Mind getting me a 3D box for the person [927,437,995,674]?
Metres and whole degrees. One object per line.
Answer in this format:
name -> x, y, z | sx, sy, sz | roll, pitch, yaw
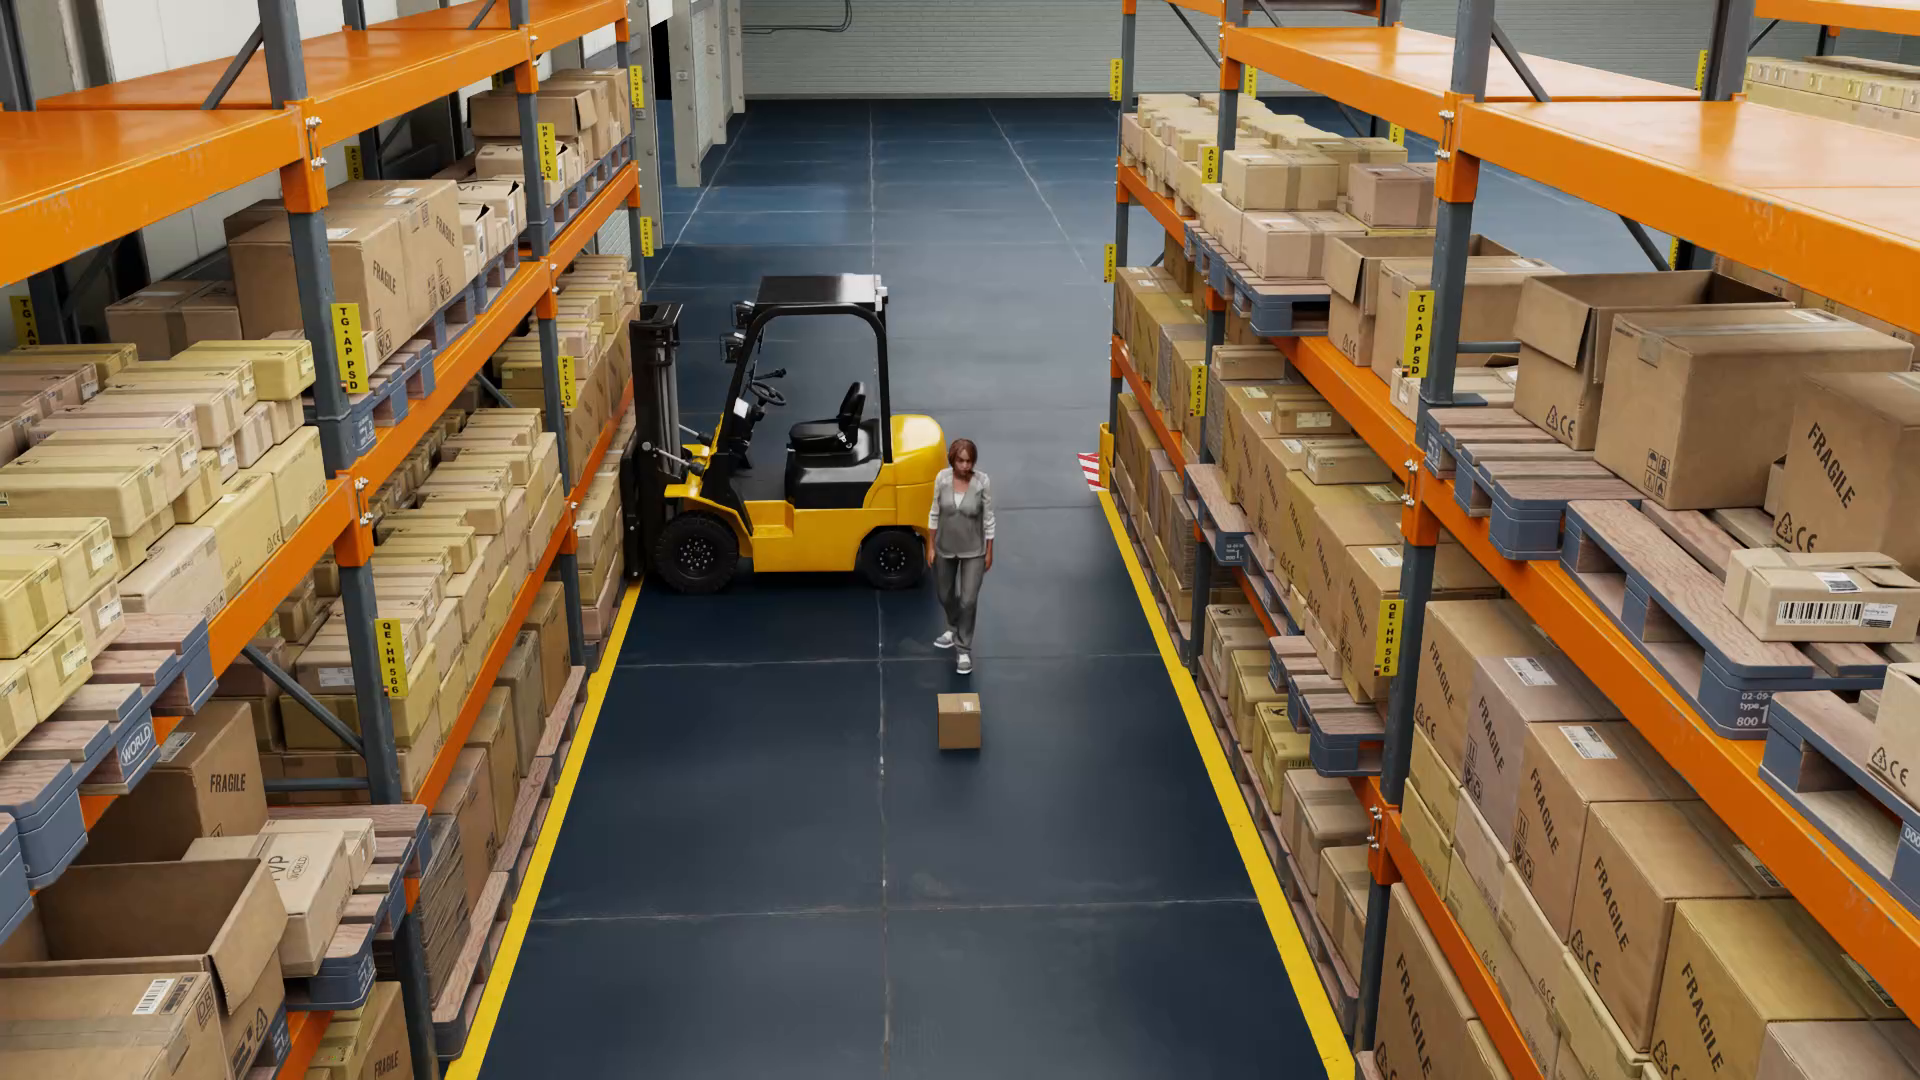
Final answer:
person -> 0.016, 0.062, 10.925 | 0.441, 1.591, 0.524 | 4, 21, 11
